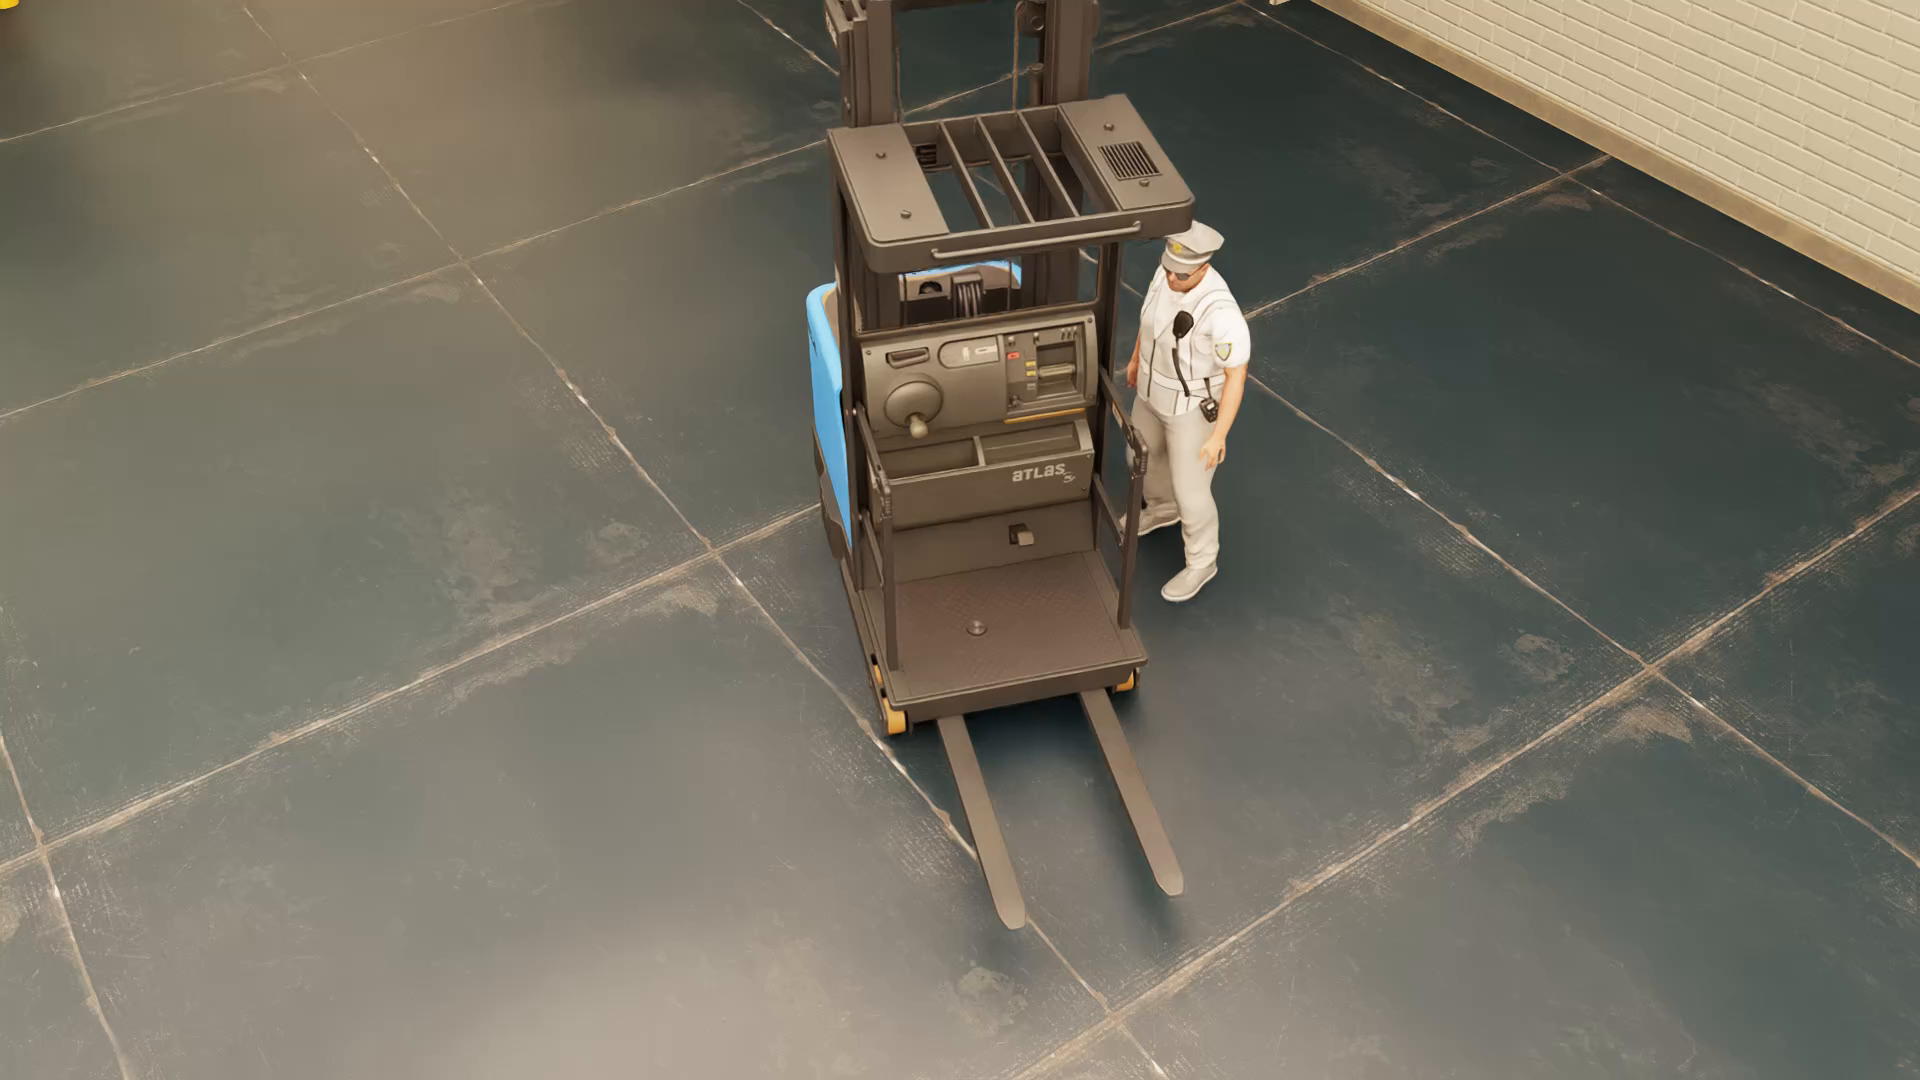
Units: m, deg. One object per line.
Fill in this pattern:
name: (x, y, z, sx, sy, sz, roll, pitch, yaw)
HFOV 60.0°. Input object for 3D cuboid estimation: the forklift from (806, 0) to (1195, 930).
forklift: (0.138, -0.552, 6.315, 1.130, 2.935, 3.031, -10, 44, -10)

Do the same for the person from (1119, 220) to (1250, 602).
person: (0.948, -0.617, 7.269, 0.450, 1.733, 0.749, -24, 48, -24)
